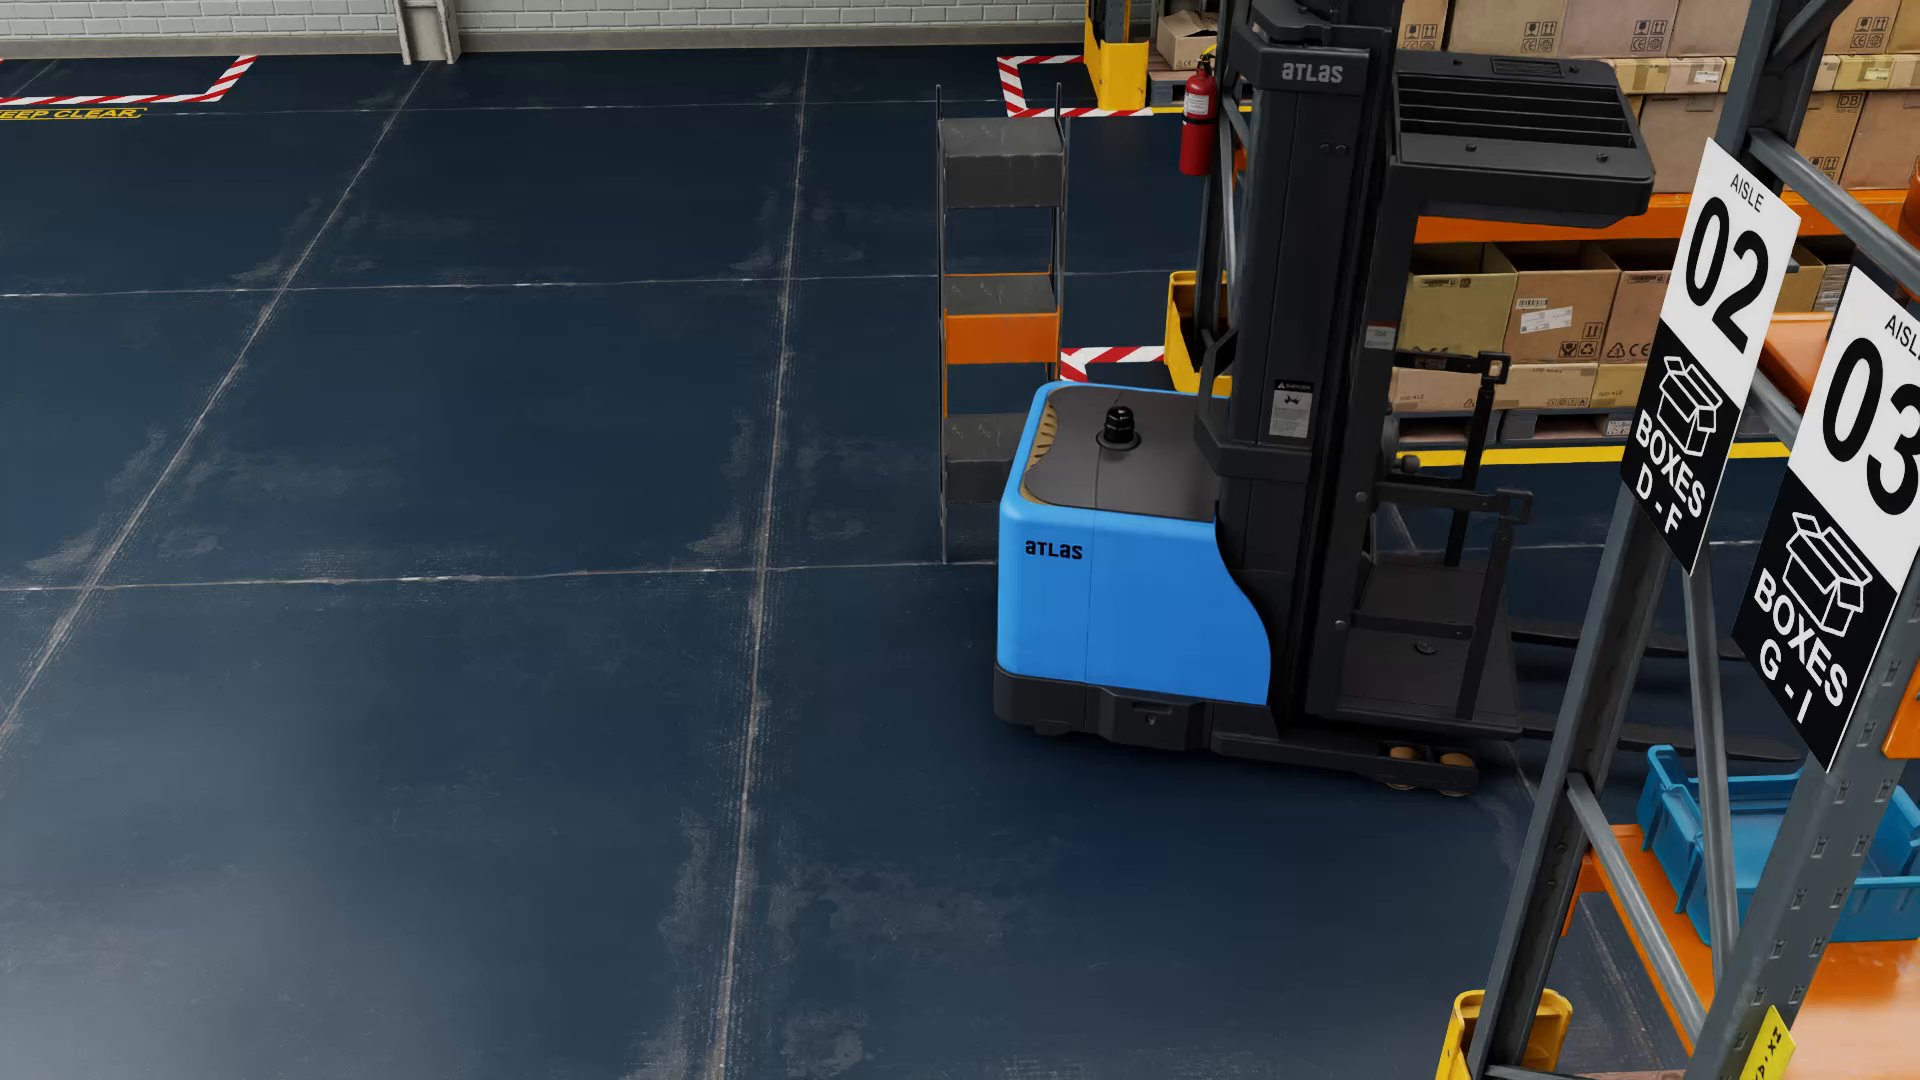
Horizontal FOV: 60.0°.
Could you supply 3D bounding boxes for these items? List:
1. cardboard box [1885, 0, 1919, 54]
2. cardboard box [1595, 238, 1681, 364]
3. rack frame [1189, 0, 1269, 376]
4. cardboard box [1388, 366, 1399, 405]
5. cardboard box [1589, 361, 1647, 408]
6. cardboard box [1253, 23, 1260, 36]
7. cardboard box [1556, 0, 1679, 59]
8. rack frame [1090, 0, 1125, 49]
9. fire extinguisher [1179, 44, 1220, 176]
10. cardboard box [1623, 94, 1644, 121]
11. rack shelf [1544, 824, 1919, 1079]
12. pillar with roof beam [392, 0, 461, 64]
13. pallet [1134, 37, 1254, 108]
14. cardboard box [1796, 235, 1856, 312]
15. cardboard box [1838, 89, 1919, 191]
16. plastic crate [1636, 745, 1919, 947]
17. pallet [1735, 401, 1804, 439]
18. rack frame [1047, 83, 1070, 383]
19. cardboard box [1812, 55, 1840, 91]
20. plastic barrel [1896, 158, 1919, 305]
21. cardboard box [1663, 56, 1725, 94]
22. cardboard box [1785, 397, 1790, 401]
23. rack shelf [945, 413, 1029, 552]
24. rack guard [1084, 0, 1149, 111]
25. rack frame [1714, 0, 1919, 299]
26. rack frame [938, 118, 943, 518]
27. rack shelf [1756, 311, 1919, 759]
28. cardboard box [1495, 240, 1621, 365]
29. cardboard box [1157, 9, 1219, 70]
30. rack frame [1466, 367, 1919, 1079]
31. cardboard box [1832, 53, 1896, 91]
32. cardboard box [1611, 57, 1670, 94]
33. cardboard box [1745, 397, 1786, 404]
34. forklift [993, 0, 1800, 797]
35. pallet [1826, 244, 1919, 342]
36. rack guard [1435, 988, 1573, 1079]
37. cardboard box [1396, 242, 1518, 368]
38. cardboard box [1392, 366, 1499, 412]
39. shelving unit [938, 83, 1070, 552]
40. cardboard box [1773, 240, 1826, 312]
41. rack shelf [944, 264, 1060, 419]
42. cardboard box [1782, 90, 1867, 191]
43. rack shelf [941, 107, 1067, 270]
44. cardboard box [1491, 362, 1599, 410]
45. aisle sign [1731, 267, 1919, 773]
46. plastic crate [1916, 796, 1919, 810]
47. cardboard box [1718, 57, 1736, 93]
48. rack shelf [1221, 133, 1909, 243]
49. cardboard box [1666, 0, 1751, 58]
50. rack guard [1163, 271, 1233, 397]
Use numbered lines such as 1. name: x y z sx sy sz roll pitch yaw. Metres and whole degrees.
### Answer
1. cardboard box: 4.393 -2.593 7.633 0.500 0.500 0.700 -2 35 -2
2. cardboard box: 3.390 -1.218 8.263 0.500 0.500 0.500 -2 35 -2
3. rack frame: 1.346 -1.941 7.919 0.127 3.000 1.000 -2 35 -2
4. cardboard box: 1.892 -0.871 8.420 0.500 0.250 0.500 -2 35 -2
5. cardboard box: 3.390 -0.910 8.477 0.500 0.250 0.500 -2 35 -2
6. cardboard box: 2.372 -3.815 12.602 0.500 0.311 0.500 1 35 2
7. cardboard box: 2.894 -2.553 7.576 0.500 0.500 0.700 -1 35 -2
8. rack frame: 1.107 -4.757 11.987 0.127 3.000 1.000 -2 35 -2
9. fire extinguisher: 1.205 -2.170 8.318 0.183 0.674 0.296 -2 35 -2
10. cardboard box: 2.833 -2.014 7.937 0.500 0.500 0.700 -1 35 -2
11. rack shelf: 3.574 1.117 4.133 4.000 0.370 1.077 -2 35 -2
12. pillar with roof beam: -4.024 -5.125 7.248 0.400 9.000 9.100 -2 35 -2
13. pallet: 1.996 -3.614 12.786 1.213 0.211 1.003 -2 35 -2
14. cardboard box: 4.388 -1.255 8.316 0.500 0.500 0.500 -2 35 -2
15. cardboard box: 4.372 -2.056 7.998 0.500 0.500 0.700 -2 35 -3
16. plastic crate: 2.062 0.752 4.158 0.616 0.251 0.499 -2 35 -2
17. pallet: 4.545 -0.904 8.871 1.213 0.211 1.003 -2 35 -2
18. rack frame: 0.409 -0.874 7.168 0.015 2.100 0.400 -2 35 -2
19. cardboard box: 3.811 -2.194 7.627 0.250 0.149 0.380 -1 35 -1
20. plastic barrel: 2.056 -0.793 2.878 0.708 0.830 0.600 -2 35 -2
21. cardboard box: 3.283 -2.178 7.603 0.250 0.149 0.380 -1 35 -2
22. cardboard box: 4.388 -0.946 8.528 0.500 0.250 0.500 -2 35 -2
23. rack shelf: 0.165 -0.281 7.565 0.480 0.518 0.431 -2 35 -2
24. rack guard: 1.183 -3.731 12.702 0.348 0.500 1.175 -2 35 -2
25. rack frame: 1.576 -1.592 2.143 0.127 3.000 1.000 -2 35 -2
26. rack frame: -0.078 -0.861 7.148 0.006 1.831 0.380 -2 35 -2
27. rack shelf: 3.574 -0.117 3.279 4.000 0.370 1.077 -2 35 -2
28. cardboard box: 2.890 -1.215 8.257 0.500 0.500 0.500 -2 35 -2
29. cardboard box: 1.803 -3.799 12.580 0.500 0.311 0.500 -5 35 -8
30. rack frame: 1.576 0.875 3.850 0.127 3.000 1.000 -2 35 -2
31. cardboard box: 4.063 -2.201 7.637 0.250 0.149 0.380 -2 35 -2
32. cardboard box: 3.034 -2.173 7.596 0.250 0.149 0.380 -2 35 -3
33. cardboard box: 3.890 -0.924 8.497 0.500 0.250 0.500 -2 35 -2
34. forklift: 1.519 -0.717 6.210 3.499 2.935 1.607 6 35 9
35. pallet: 2.407 -0.248 3.002 1.213 0.211 1.003 -2 35 -2
36. rack guard: 1.650 1.874 4.603 0.348 0.500 1.175 -2 35 -2
37. cardboard box: 2.391 -1.194 8.227 0.500 0.500 0.500 -2 35 -2
38. cardboard box: 2.391 -0.886 8.442 0.500 0.250 0.500 -2 35 -2
39. shelving unit: 0.168 -0.868 7.159 0.499 2.100 0.431 -2 35 -2
40. cardboard box: 3.889 -1.240 8.294 0.500 0.500 0.500 -2 35 -2
41. rack shelf: 0.165 -0.857 7.167 0.480 0.518 0.431 -2 35 -2
42. cardboard box: 3.870 -2.045 7.981 0.500 0.500 0.700 -1 35 -2
43. rack shelf: 0.165 -1.432 6.768 0.480 0.518 0.431 -2 35 -2
44. cardboard box: 2.890 -0.900 8.461 0.500 0.250 0.500 -2 35 -2
45. aisle sign: 1.518 -0.026 2.867 0.004 0.787 0.394 -2 35 -2
46. plastic crate: 2.711 0.738 4.178 0.408 0.251 0.499 -2 35 -2
47. cardboard box: 3.546 -2.185 7.614 0.250 0.149 0.380 0 35 -1
48. rack shelf: 3.343 -1.699 8.201 4.000 0.370 1.077 -2 35 -2
49. cardboard box: 3.394 -2.567 7.596 0.500 0.500 0.700 -2 35 -2
50. rack guard: 1.322 -0.912 8.629 0.348 0.500 1.175 -2 35 -2
